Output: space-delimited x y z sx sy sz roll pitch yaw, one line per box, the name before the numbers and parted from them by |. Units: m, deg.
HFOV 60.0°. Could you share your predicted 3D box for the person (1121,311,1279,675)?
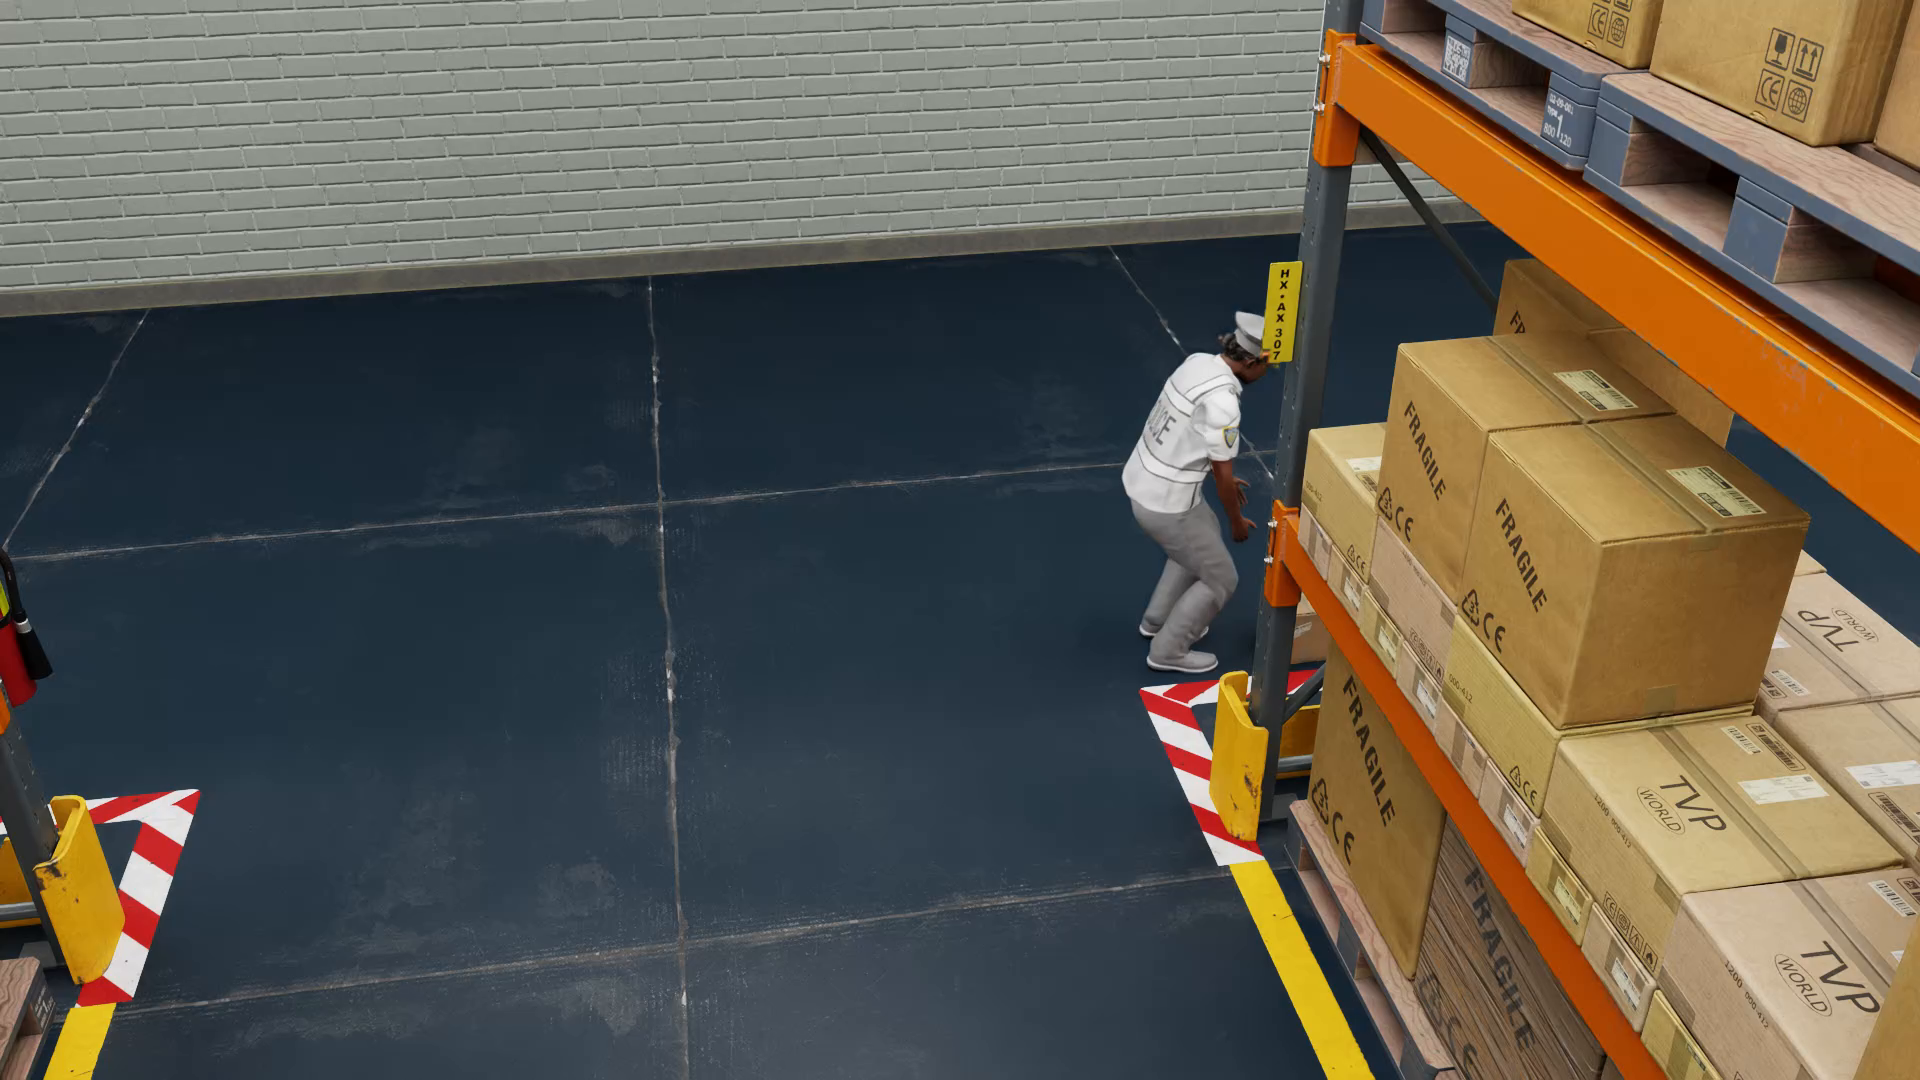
person | 0.958 -0.191 6.637 0.628 1.487 0.490 -1 31 -2
